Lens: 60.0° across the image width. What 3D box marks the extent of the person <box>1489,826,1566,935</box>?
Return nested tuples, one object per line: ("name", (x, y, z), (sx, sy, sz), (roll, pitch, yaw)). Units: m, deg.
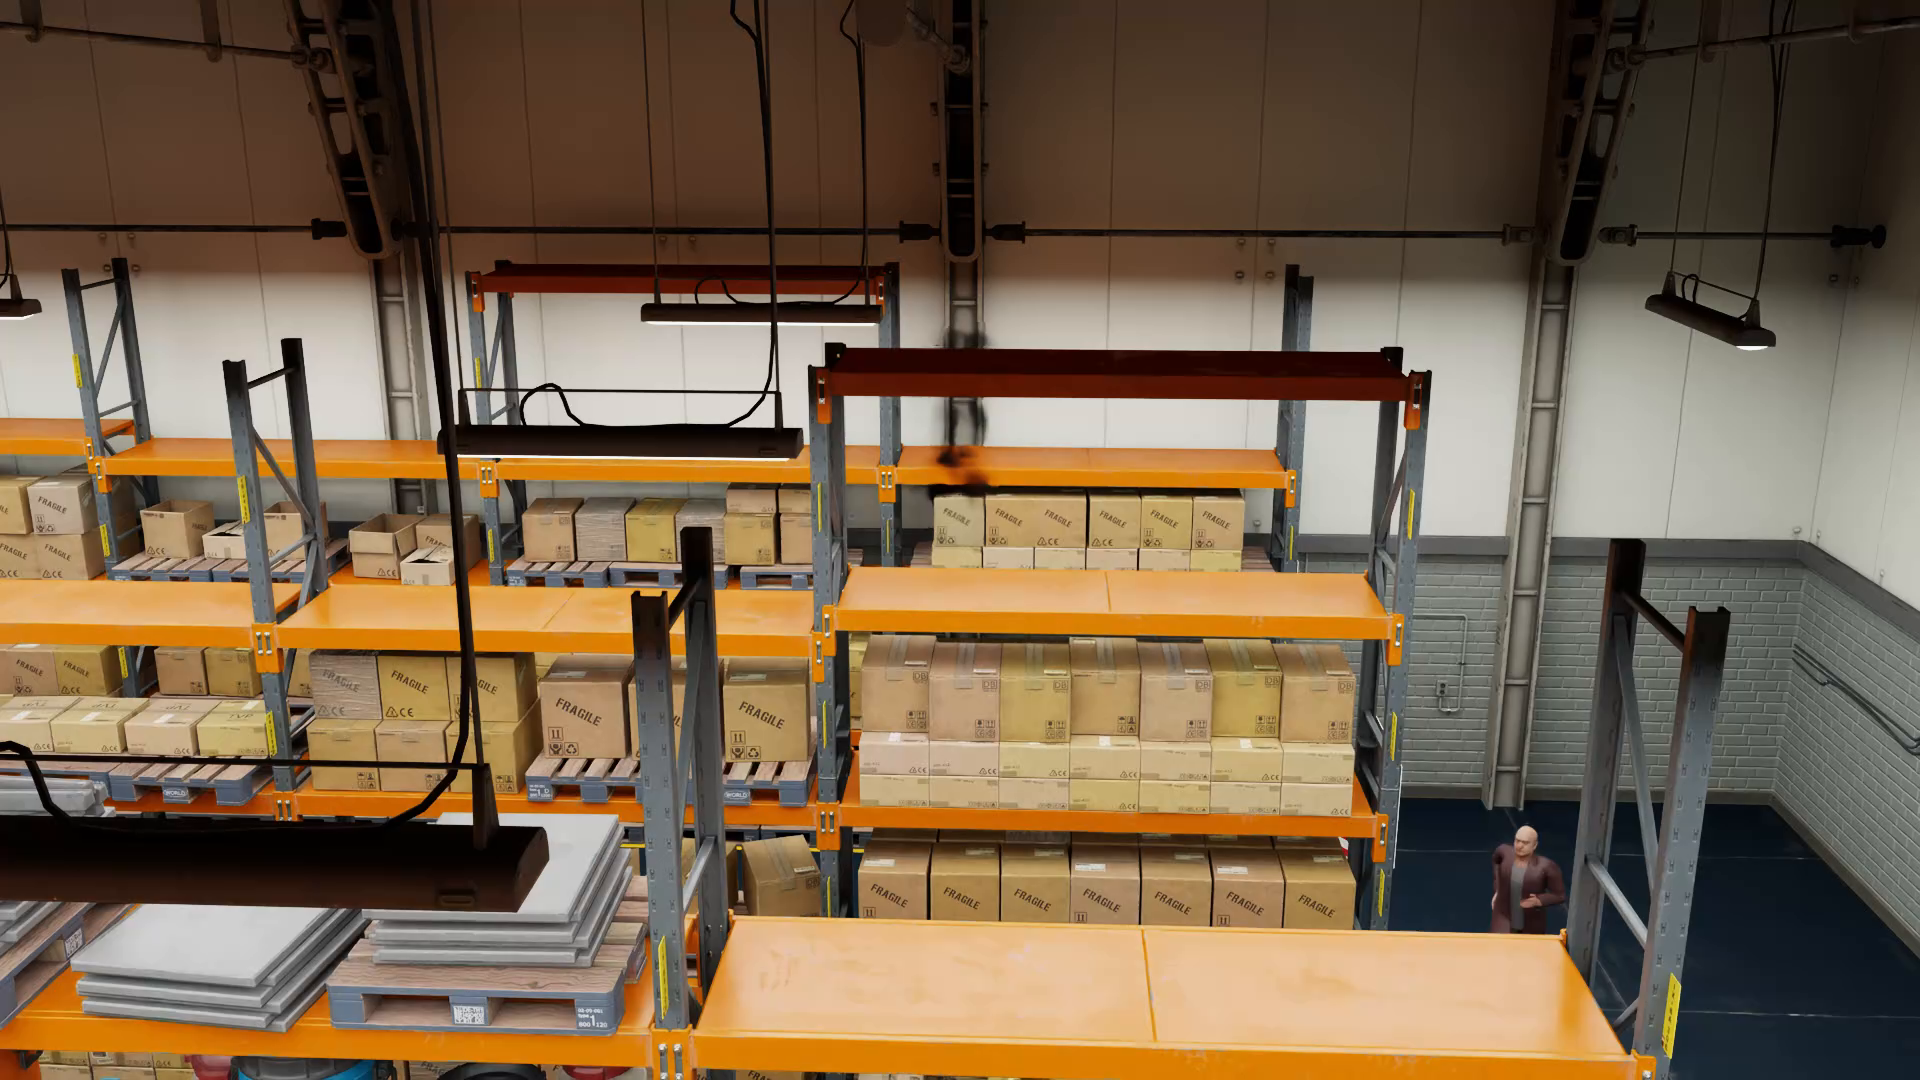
("person", (4.794, 3.277, 14.175), (0.668, 1.853, 0.865), (9, 18, 27))
